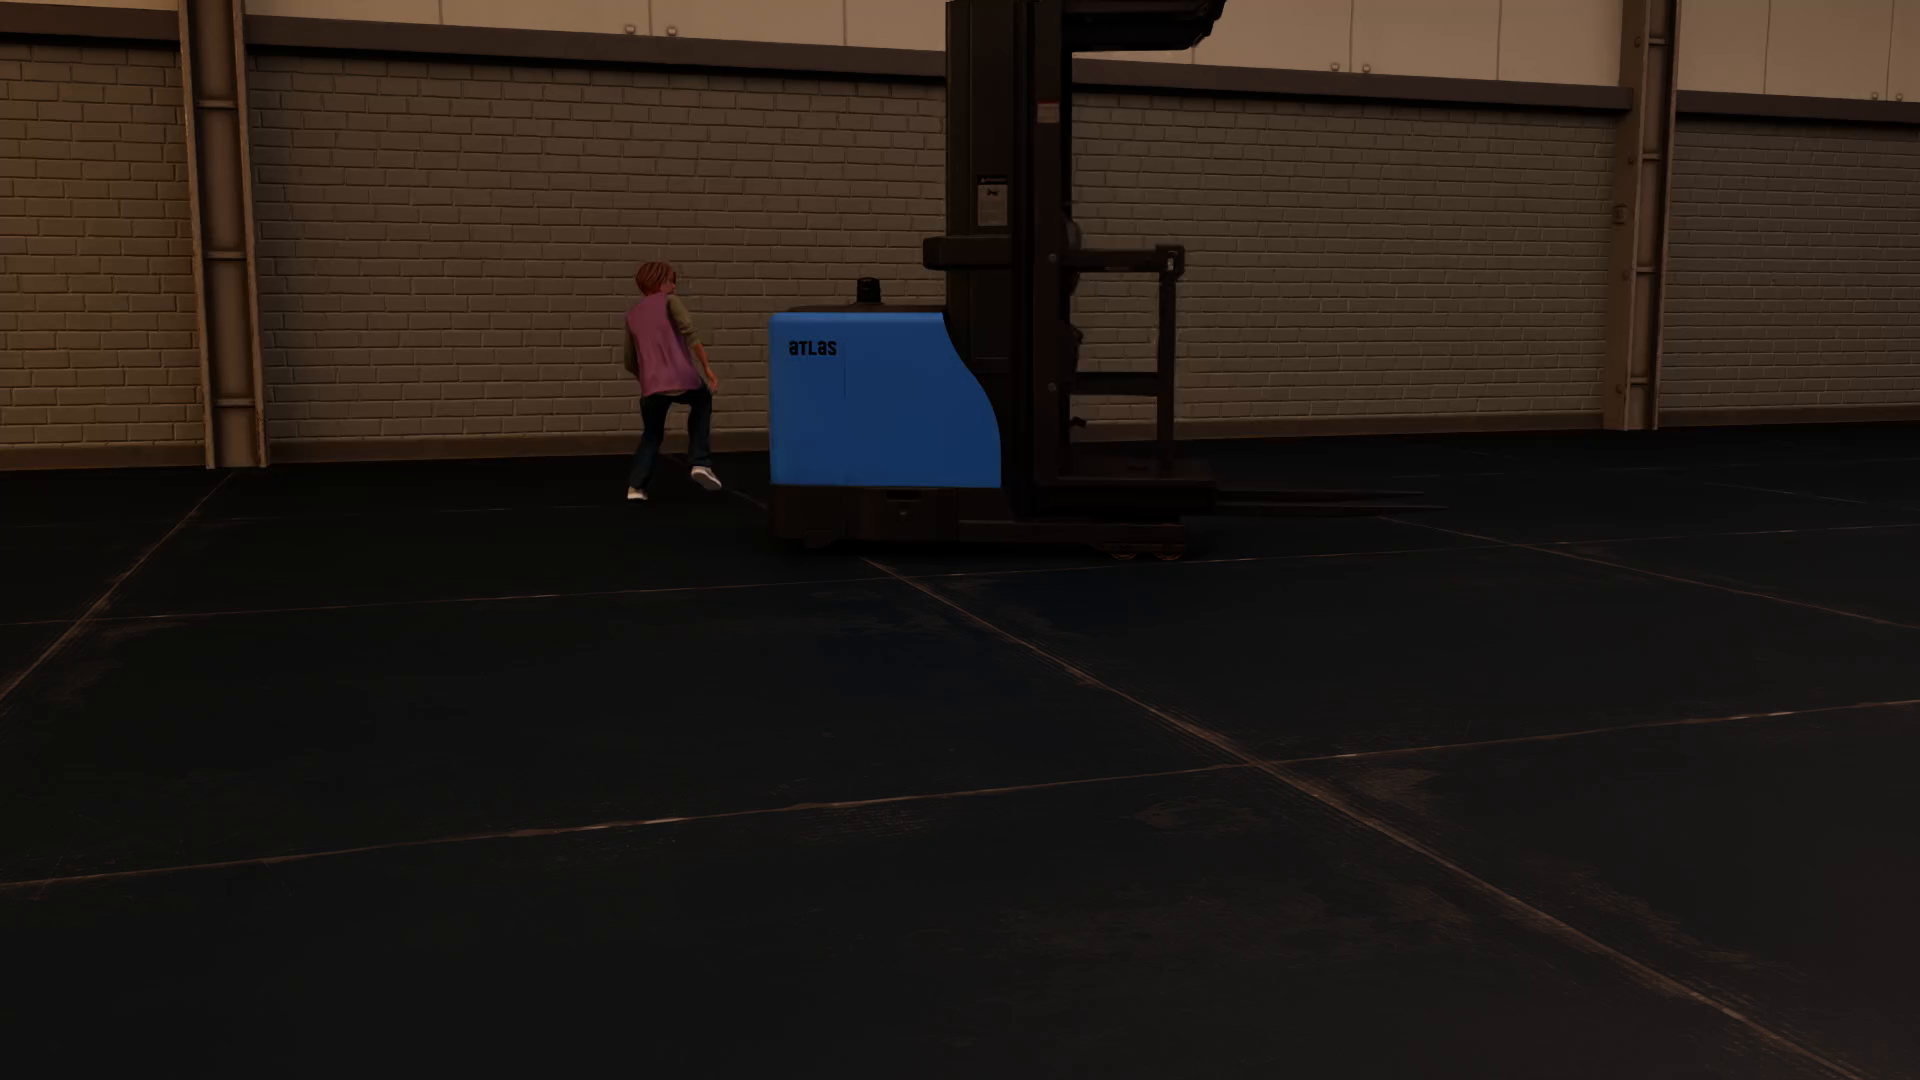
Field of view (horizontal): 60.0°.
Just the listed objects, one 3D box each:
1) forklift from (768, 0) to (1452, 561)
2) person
[{"bbox_3d":[0.685,-1.436,7.606,3.031,2.935,1.130,1,8,6],"label":"forklift"},{"bbox_3d":[-1.645,-0.911,9.624,0.649,1.389,0.635,1,8,9],"label":"person"}]
